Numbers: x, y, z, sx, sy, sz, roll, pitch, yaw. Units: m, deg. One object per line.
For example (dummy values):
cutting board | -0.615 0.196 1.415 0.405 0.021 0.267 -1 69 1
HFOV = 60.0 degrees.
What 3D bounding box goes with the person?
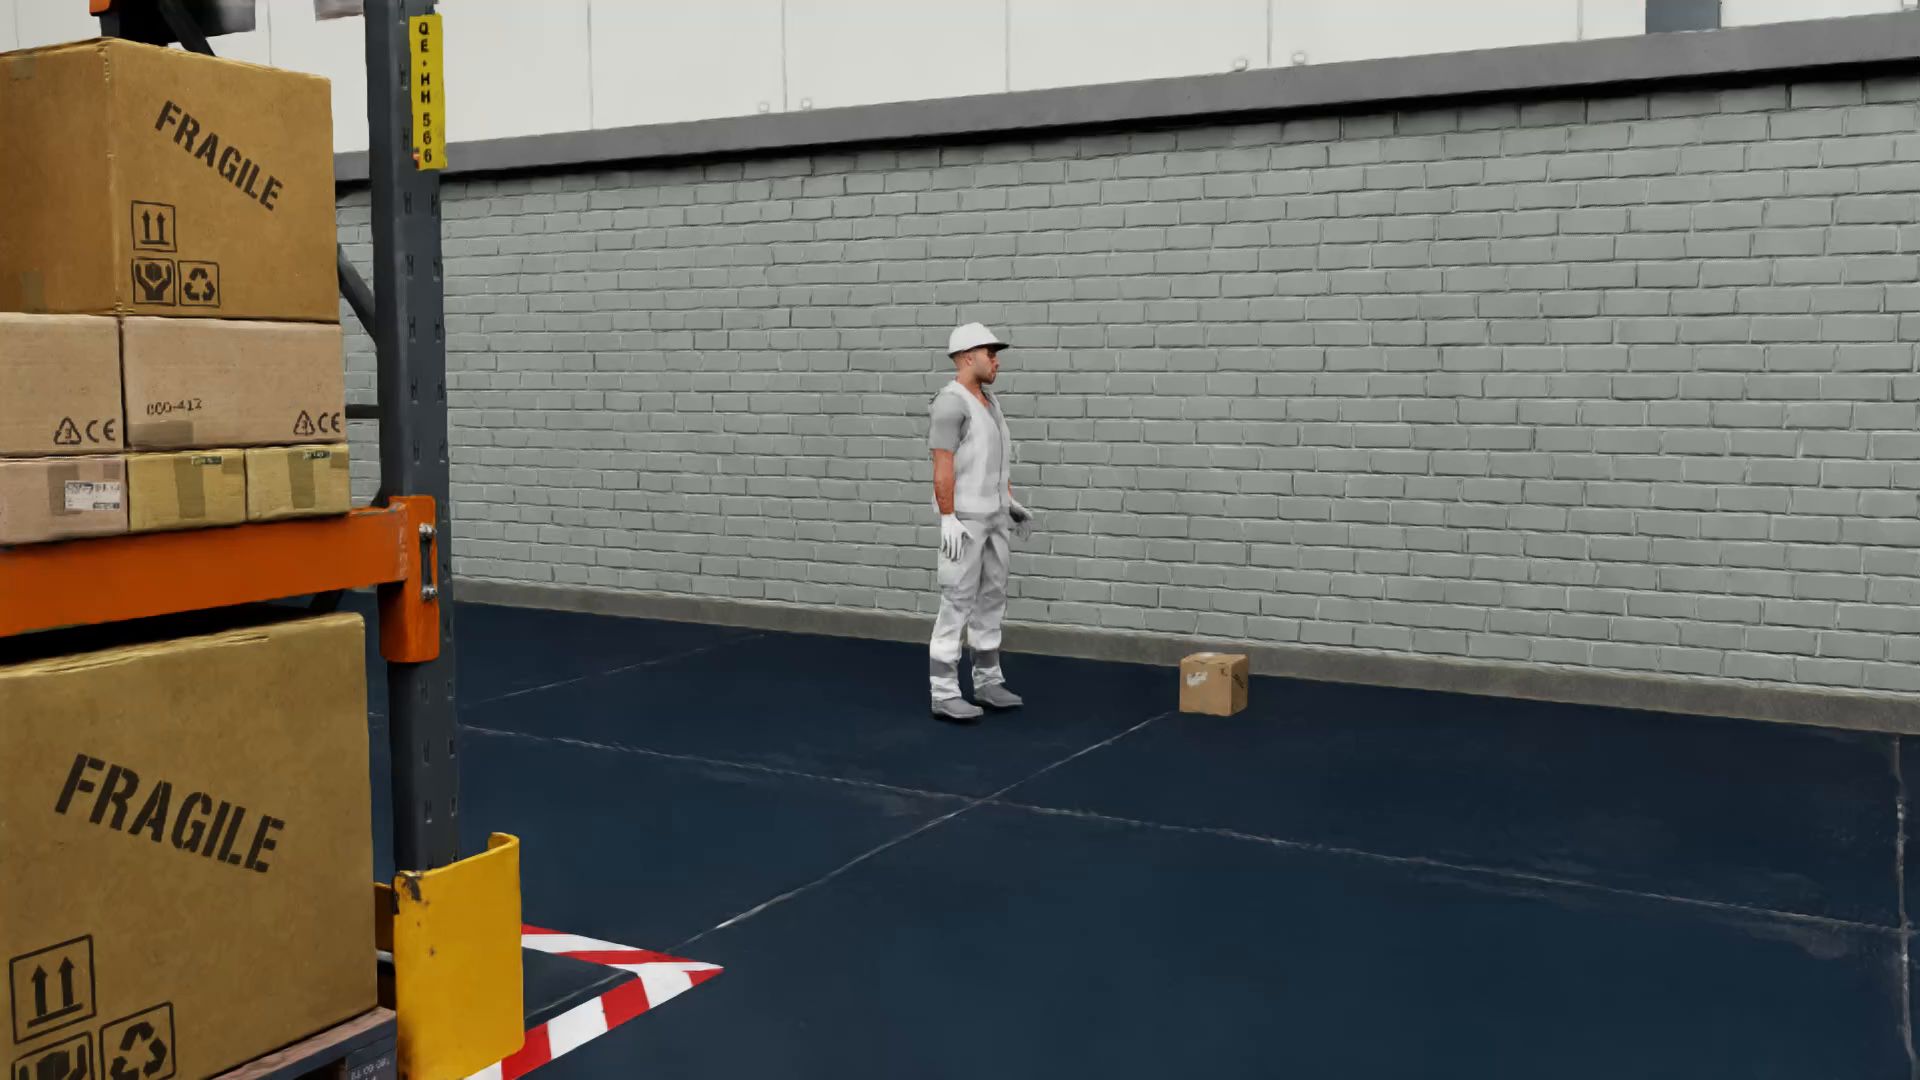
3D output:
person | 0.084 -0.099 7.688 0.383 1.796 0.577 3 7 27
